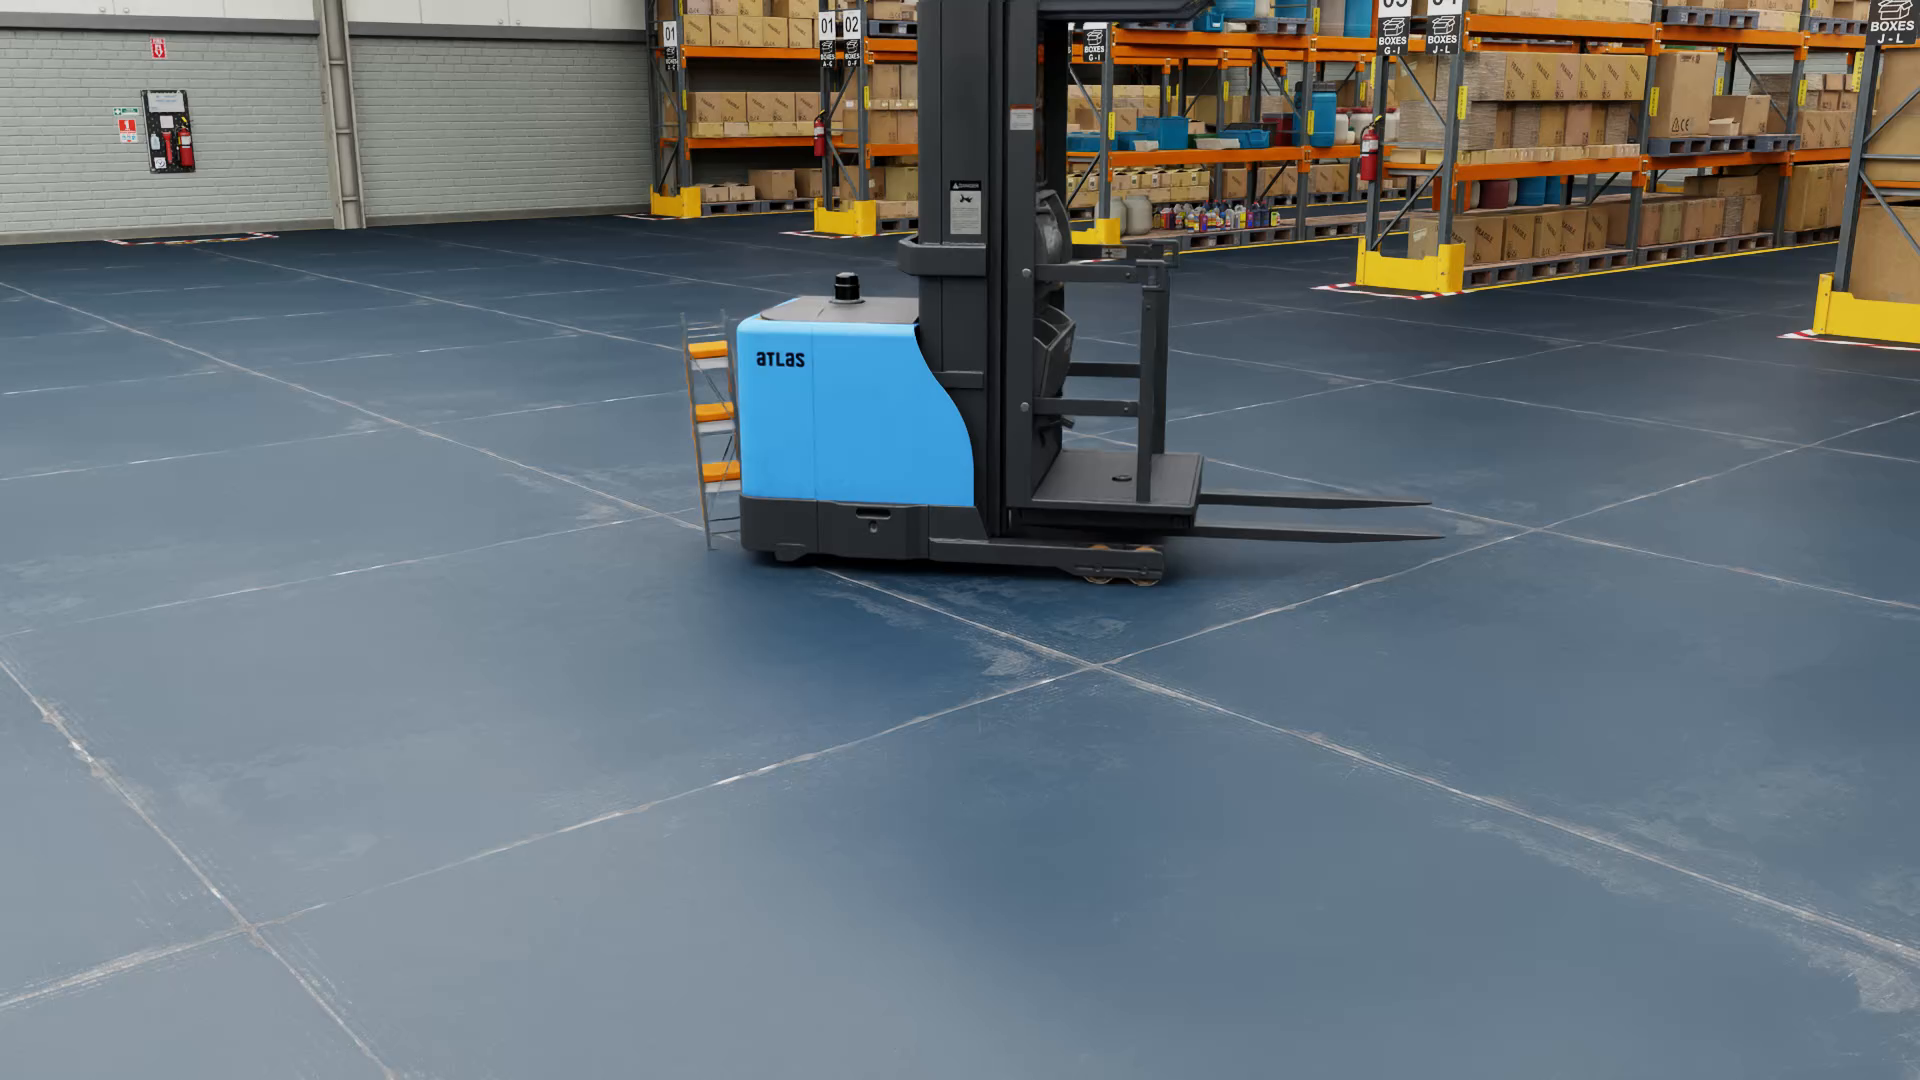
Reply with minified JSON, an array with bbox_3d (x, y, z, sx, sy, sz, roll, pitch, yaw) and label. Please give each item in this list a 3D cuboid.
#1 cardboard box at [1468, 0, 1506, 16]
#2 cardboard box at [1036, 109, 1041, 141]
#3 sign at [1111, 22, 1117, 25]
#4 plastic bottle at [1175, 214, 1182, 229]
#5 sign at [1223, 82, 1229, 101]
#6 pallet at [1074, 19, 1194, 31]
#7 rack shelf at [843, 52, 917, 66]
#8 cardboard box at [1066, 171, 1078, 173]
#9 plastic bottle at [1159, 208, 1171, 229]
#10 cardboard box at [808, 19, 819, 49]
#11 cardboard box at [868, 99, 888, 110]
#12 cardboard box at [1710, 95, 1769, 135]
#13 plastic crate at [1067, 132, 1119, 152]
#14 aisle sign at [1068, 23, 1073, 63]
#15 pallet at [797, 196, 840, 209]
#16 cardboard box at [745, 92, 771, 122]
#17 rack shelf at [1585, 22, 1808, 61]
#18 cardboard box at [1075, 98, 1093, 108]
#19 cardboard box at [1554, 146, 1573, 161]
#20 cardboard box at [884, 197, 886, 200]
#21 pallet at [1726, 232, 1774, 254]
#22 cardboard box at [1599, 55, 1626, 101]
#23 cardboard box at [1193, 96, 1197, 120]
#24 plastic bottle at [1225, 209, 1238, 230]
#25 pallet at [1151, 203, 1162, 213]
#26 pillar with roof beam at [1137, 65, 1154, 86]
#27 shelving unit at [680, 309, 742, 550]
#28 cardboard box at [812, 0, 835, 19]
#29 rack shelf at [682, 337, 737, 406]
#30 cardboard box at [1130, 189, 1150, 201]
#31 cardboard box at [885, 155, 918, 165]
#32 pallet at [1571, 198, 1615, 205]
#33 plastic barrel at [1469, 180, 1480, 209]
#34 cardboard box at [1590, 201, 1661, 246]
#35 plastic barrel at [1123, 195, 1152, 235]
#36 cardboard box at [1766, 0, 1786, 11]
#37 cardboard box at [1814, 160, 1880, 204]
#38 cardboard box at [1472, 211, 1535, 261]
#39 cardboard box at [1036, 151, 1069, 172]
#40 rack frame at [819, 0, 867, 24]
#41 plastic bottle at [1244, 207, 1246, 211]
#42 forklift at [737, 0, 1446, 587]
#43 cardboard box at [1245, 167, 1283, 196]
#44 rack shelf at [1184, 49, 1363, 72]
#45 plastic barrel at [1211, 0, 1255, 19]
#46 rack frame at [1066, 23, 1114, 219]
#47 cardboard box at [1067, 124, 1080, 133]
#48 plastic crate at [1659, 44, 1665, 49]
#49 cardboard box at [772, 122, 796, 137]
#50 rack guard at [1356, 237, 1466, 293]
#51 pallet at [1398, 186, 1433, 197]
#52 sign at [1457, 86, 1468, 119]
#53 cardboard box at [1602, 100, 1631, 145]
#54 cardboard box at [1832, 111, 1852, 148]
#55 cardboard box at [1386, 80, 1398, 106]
[{"bbox_3d":[5.314,-5.572,17.277,0.500,0.250,0.500,-12,19,-38],"label":"cardboard box"},{"bbox_3d":[0.968,-6.743,26.988,0.500,0.500,0.700,-13,20,-41],"label":"cardboard box"},{"bbox_3d":[1.887,-6.474,20.345,0.005,0.325,0.100,-13,19,-39],"label":"sign"},{"bbox_3d":[3.036,-4.425,23.075,0.097,0.201,0.097,0,15,0],"label":"plastic bottle"},{"bbox_3d":[4.683,-7.901,29.271,0.005,0.325,0.100,-13,19,-39],"label":"sign"},{"bbox_3d":[2.218,-6.608,21.228,1.213,0.211,1.003,-13,19,-39],"label":"pallet"},{"bbox_3d":[-0.448,-9.175,31.869,4.000,0.370,1.077,-13,19,-39],"label":"rack shelf"},{"bbox_3d":[1.804,-6.130,28.315,0.500,0.311,0.500,-12,19,-38],"label":"cardboard box"},{"bbox_3d":[2.835,-4.459,23.056,0.135,0.276,0.152,-12,19,-39],"label":"plastic bottle"},{"bbox_3d":[-2.565,-9.025,29.680,0.500,0.500,0.500,14,20,42],"label":"cardboard box"},{"bbox_3d":[-1.282,-6.480,24.745,0.250,0.149,0.380,-13,20,-40],"label":"cardboard box"},{"bbox_3d":[10.079,-5.557,21.735,0.500,0.500,0.700,-9,18,-31],"label":"cardboard box"},{"bbox_3d":[1.711,-5.200,21.692,0.616,0.251,0.499,-13,19,-39],"label":"plastic crate"},{"bbox_3d":[1.280,-6.430,20.973,0.004,0.787,0.394,-13,19,-39],"label":"aisle sign"},{"bbox_3d":[-2.440,-6.267,30.803,1.213,0.211,1.003,-13,19,-39],"label":"pallet"},{"bbox_3d":[-3.643,-7.547,28.991,0.500,0.500,0.500,-13,20,-41],"label":"cardboard box"},{"bbox_3d":[9.307,-6.282,21.038,4.000,0.370,1.077,-13,19,-39],"label":"rack shelf"},{"bbox_3d":[2.372,-8.817,34.138,0.500,0.500,0.500,-13,20,-40],"label":"cardboard box"},{"bbox_3d":[6.688,-4.376,18.805,0.250,0.149,0.380,-13,19,-39],"label":"cardboard box"},{"bbox_3d":[-1.139,-5.203,25.932,0.500,0.250,0.500,-13,19,-39],"label":"cardboard box"},{"bbox_3d":[10.225,-4.040,22.466,1.213,0.211,1.003,-13,19,-39],"label":"pallet"},{"bbox_3d":[7.263,-5.302,19.080,0.500,0.500,0.500,-13,19,-39],"label":"cardboard box"},{"bbox_3d":[5.053,-9.446,36.721,0.700,0.700,0.980,-13,20,-41],"label":"cardboard box"},{"bbox_3d":[3.737,-4.424,22.923,0.135,0.276,0.152,-12,19,-38],"label":"plastic bottle"},{"bbox_3d":[2.749,-5.764,28.920,1.213,0.211,1.003,-13,19,-39],"label":"pallet"},{"bbox_3d":[6.865,-11.437,33.131,0.400,9.000,9.100,-13,19,-39],"label":"pillar with roof beam"},{"bbox_3d":[-1.110,-0.500,7.563,0.215,1.050,0.252,-7,16,-10],"label":"shelving unit"},{"bbox_3d":[-2.565,-9.492,29.490,0.500,0.500,0.500,-11,19,-36],"label":"cardboard box"},{"bbox_3d":[-1.128,-0.763,7.489,0.215,0.259,0.240,-7,16,-10],"label":"rack shelf"},{"bbox_3d":[2.925,-5.926,28.638,0.500,0.250,0.500,-12,19,-38],"label":"cardboard box"},{"bbox_3d":[-1.082,-7.305,31.824,0.500,0.250,0.500,-13,20,-41],"label":"cardboard box"},{"bbox_3d":[11.111,-5.946,29.602,1.213,0.211,1.003,-13,19,-39],"label":"pallet"},{"bbox_3d":[8.290,-5.684,27.224,0.421,0.512,0.421,0,15,0],"label":"plastic barrel"},{"bbox_3d":[8.276,-3.947,20.704,0.700,0.500,0.500,14,21,43],"label":"cardboard box"},{"bbox_3d":[2.354,-4.341,22.195,0.421,0.512,0.421,0,15,0],"label":"plastic barrel"},{"bbox_3d":[10.241,-7.040,21.318,0.500,0.500,0.500,-13,20,-39],"label":"cardboard box"},{"bbox_3d":[12.690,-5.110,24.370,0.875,0.875,1.225,-14,20,-41],"label":"cardboard box"},{"bbox_3d":[6.176,-3.472,18.967,0.500,0.500,0.500,-10,18,-34],"label":"cardboard box"},{"bbox_3d":[1.702,-7.676,34.025,0.750,0.750,0.750,-13,20,-40],"label":"cardboard box"},{"bbox_3d":[-1.719,-8.992,23.975,0.127,3.000,1.000,-13,19,-39],"label":"rack frame"},{"bbox_3d":[3.989,-4.530,23.321,0.135,0.276,0.152,-13,19,-39],"label":"plastic bottle"},{"bbox_3d":[0.594,-1.367,7.188,3.031,2.935,1.130,3,15,10],"label":"forklift"},{"bbox_3d":[5.620,-6.649,30.820,0.500,0.500,0.500,-13,20,-40],"label":"cardboard box"},{"bbox_3d":[5.825,-8.889,30.797,4.000,0.370,1.077,-13,19,-39],"label":"rack shelf"},{"bbox_3d":[3.726,-7.553,22.615,0.708,0.901,0.600,-13,19,-39],"label":"plastic barrel"},{"bbox_3d":[1.530,-5.128,21.137,0.127,3.000,1.000,-13,19,-39],"label":"rack frame"},{"bbox_3d":[1.641,-6.790,27.650,0.500,0.250,0.500,-11,19,-36],"label":"cardboard box"},{"bbox_3d":[12.204,-8.762,29.440,0.530,0.136,0.437,-13,19,-39],"label":"plastic crate"},{"bbox_3d":[-3.244,-7.276,29.430,0.500,0.250,0.500,-12,19,-39],"label":"cardboard box"},{"bbox_3d":[4.838,-2.969,17.898,0.348,0.500,1.175,-13,19,-39],"label":"rack guard"},{"bbox_3d":[9.693,-7.308,34.702,1.213,0.211,1.003,-13,19,-39],"label":"pallet"},{"bbox_3d":[5.137,-4.477,17.020,0.005,0.325,0.100,-13,19,-39],"label":"sign"},{"bbox_3d":[7.418,-4.970,19.773,0.500,0.500,0.875,-13,19,-39],"label":"cardboard box"},{"bbox_3d":[12.133,-5.772,23.354,0.500,0.500,0.500,-13,20,-40],"label":"cardboard box"},{"bbox_3d":[8.262,-8.770,32.640,0.500,0.500,0.500,-13,20,-41],"label":"cardboard box"}]
